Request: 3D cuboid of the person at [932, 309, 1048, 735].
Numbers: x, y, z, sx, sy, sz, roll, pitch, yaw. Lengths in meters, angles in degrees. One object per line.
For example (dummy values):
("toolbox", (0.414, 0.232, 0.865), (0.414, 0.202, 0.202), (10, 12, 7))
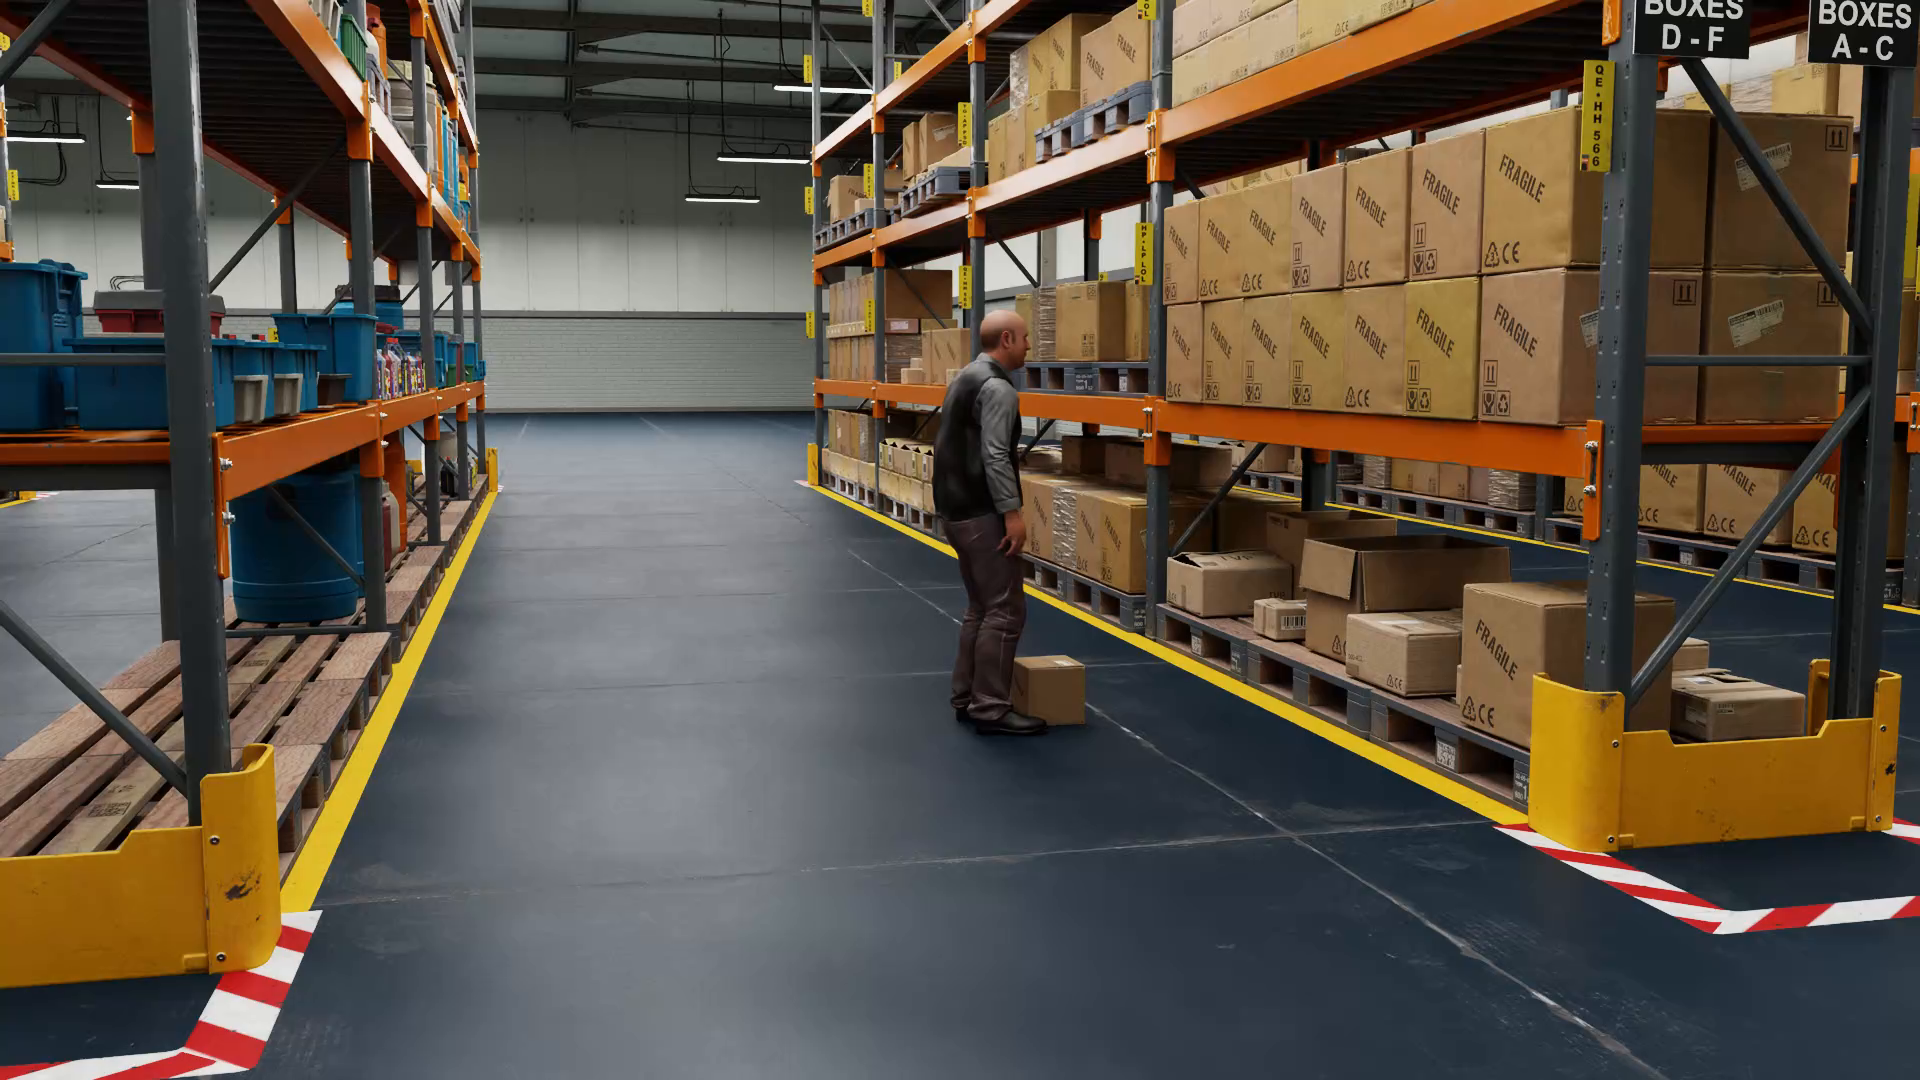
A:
("person", (0.101, -0.087, 6.868), (0.414, 1.721, 0.580), (-2, 6, -14))
